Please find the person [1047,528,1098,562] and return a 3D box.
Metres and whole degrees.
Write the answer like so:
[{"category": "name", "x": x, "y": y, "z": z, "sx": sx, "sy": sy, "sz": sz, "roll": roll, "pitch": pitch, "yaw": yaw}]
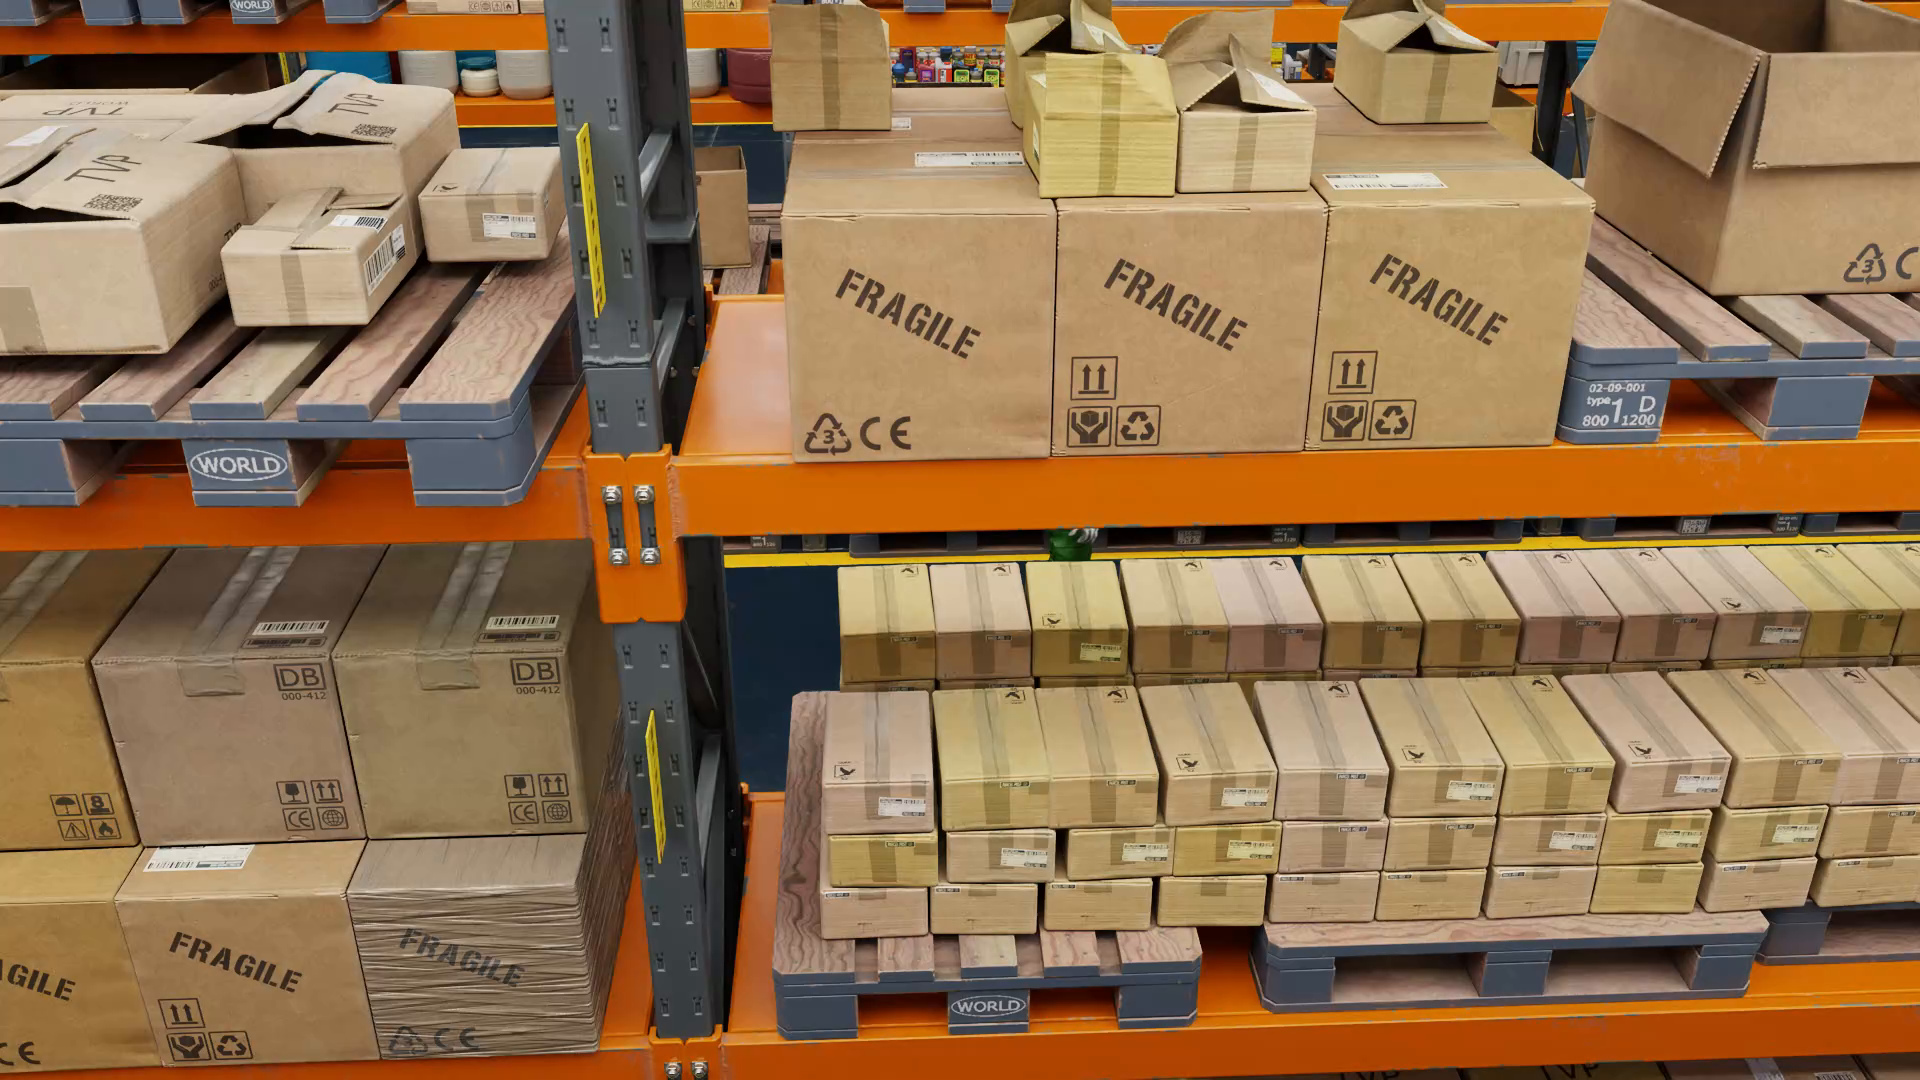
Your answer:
[{"category": "person", "x": 0.508, "y": -0.227, "z": 7.541, "sx": 0.451, "sy": 1.780, "sz": 0.623, "roll": -2, "pitch": 27, "yaw": -4}]
